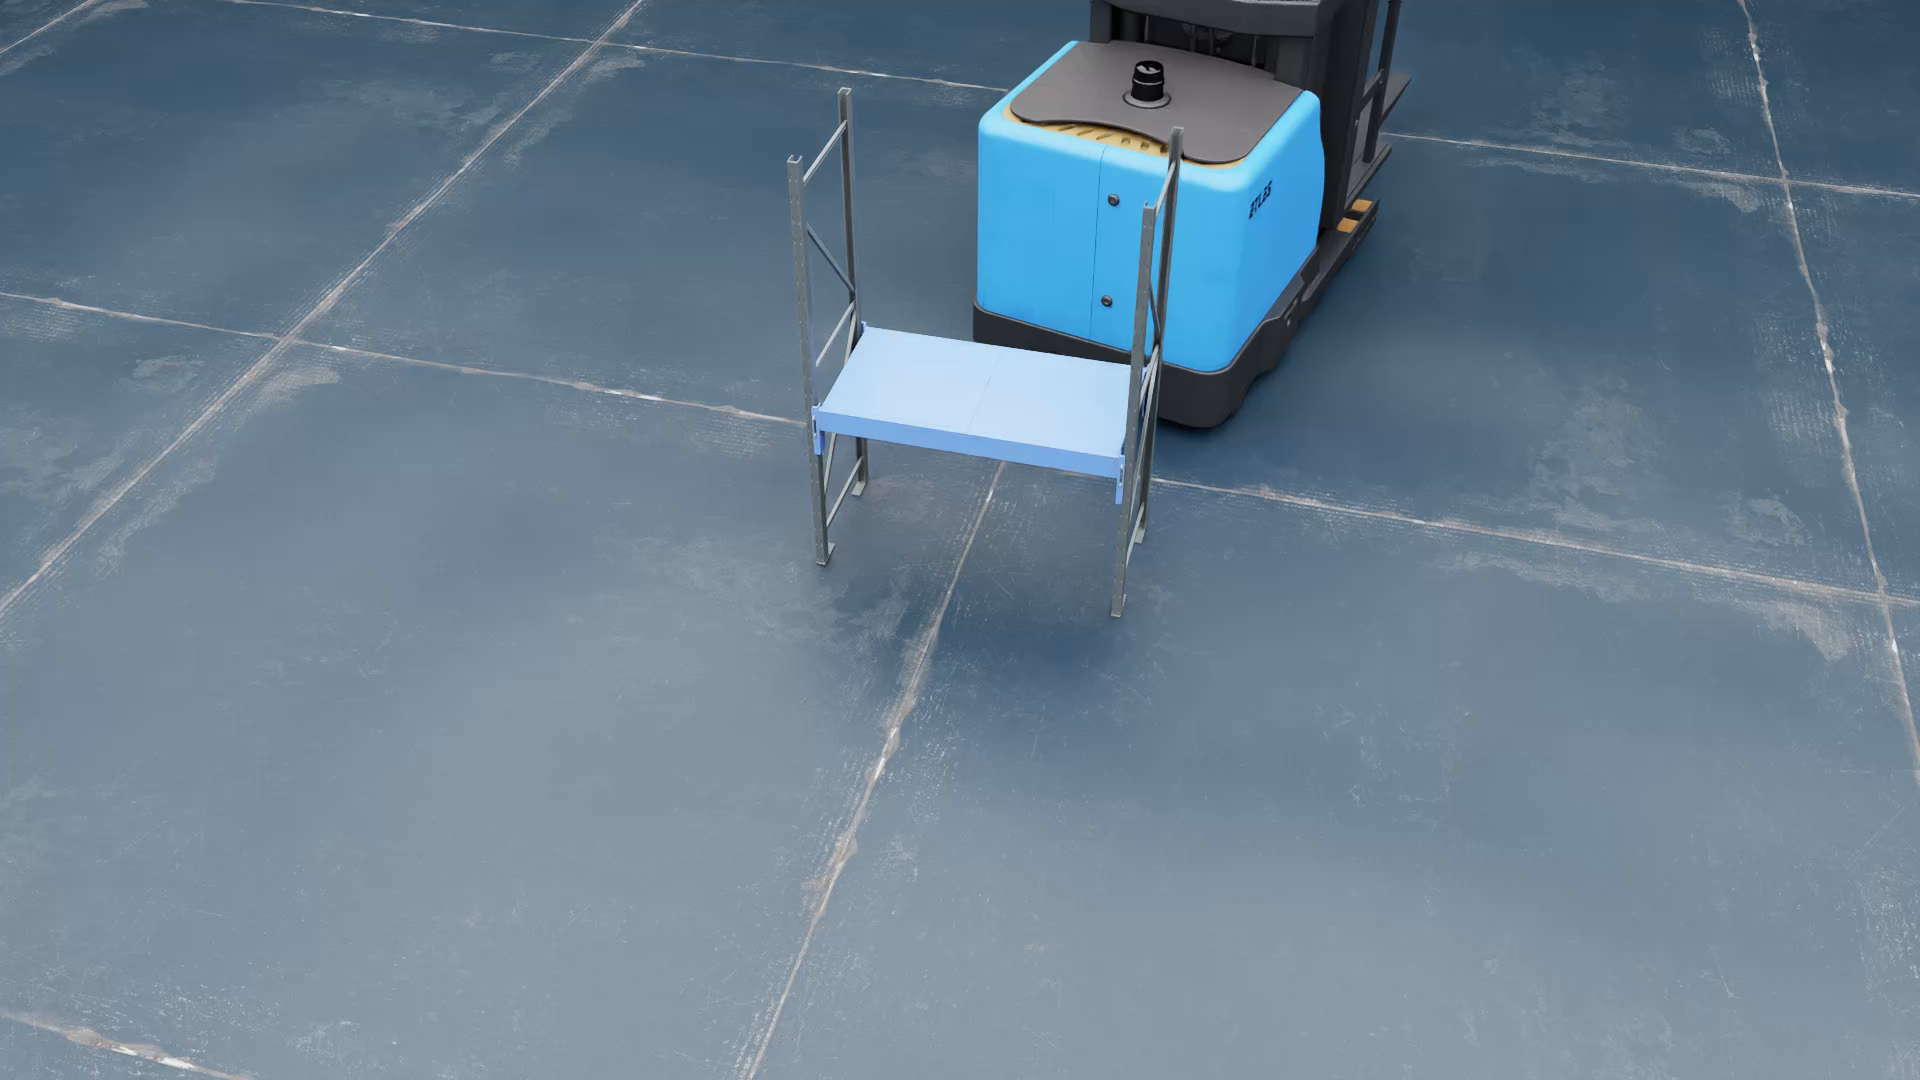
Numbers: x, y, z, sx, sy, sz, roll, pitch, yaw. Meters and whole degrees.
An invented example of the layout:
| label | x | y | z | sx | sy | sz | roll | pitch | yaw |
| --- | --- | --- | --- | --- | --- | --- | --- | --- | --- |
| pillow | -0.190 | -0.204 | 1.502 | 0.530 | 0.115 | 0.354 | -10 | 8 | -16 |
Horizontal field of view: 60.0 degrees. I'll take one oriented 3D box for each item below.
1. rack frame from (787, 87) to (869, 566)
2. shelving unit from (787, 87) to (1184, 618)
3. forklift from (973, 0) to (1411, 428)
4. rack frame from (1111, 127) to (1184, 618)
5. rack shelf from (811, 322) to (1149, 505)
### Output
| label | x | y | z | sx | sy | sz | roll | pitch | yaw |
| --- | --- | --- | --- | --- | --- | --- | --- | --- | --- |
| rack frame | -0.409 | -0.645 | 5.351 | 0.032 | 1.500 | 0.500 | 10 | 41 | 11 |
| shelving unit | 0.082 | -0.560 | 5.251 | 1.048 | 1.500 | 0.538 | 10 | 41 | 11 |
| forklift | 1.189 | -2.473 | 6.416 | 1.130 | 2.935 | 3.031 | 19 | 44 | 21 |
| rack frame | 0.573 | -0.476 | 5.150 | 0.032 | 1.500 | 0.500 | 10 | 41 | 11 |
| rack shelf | 0.082 | -0.422 | 5.366 | 1.000 | 0.185 | 0.538 | 10 | 41 | 11 |
